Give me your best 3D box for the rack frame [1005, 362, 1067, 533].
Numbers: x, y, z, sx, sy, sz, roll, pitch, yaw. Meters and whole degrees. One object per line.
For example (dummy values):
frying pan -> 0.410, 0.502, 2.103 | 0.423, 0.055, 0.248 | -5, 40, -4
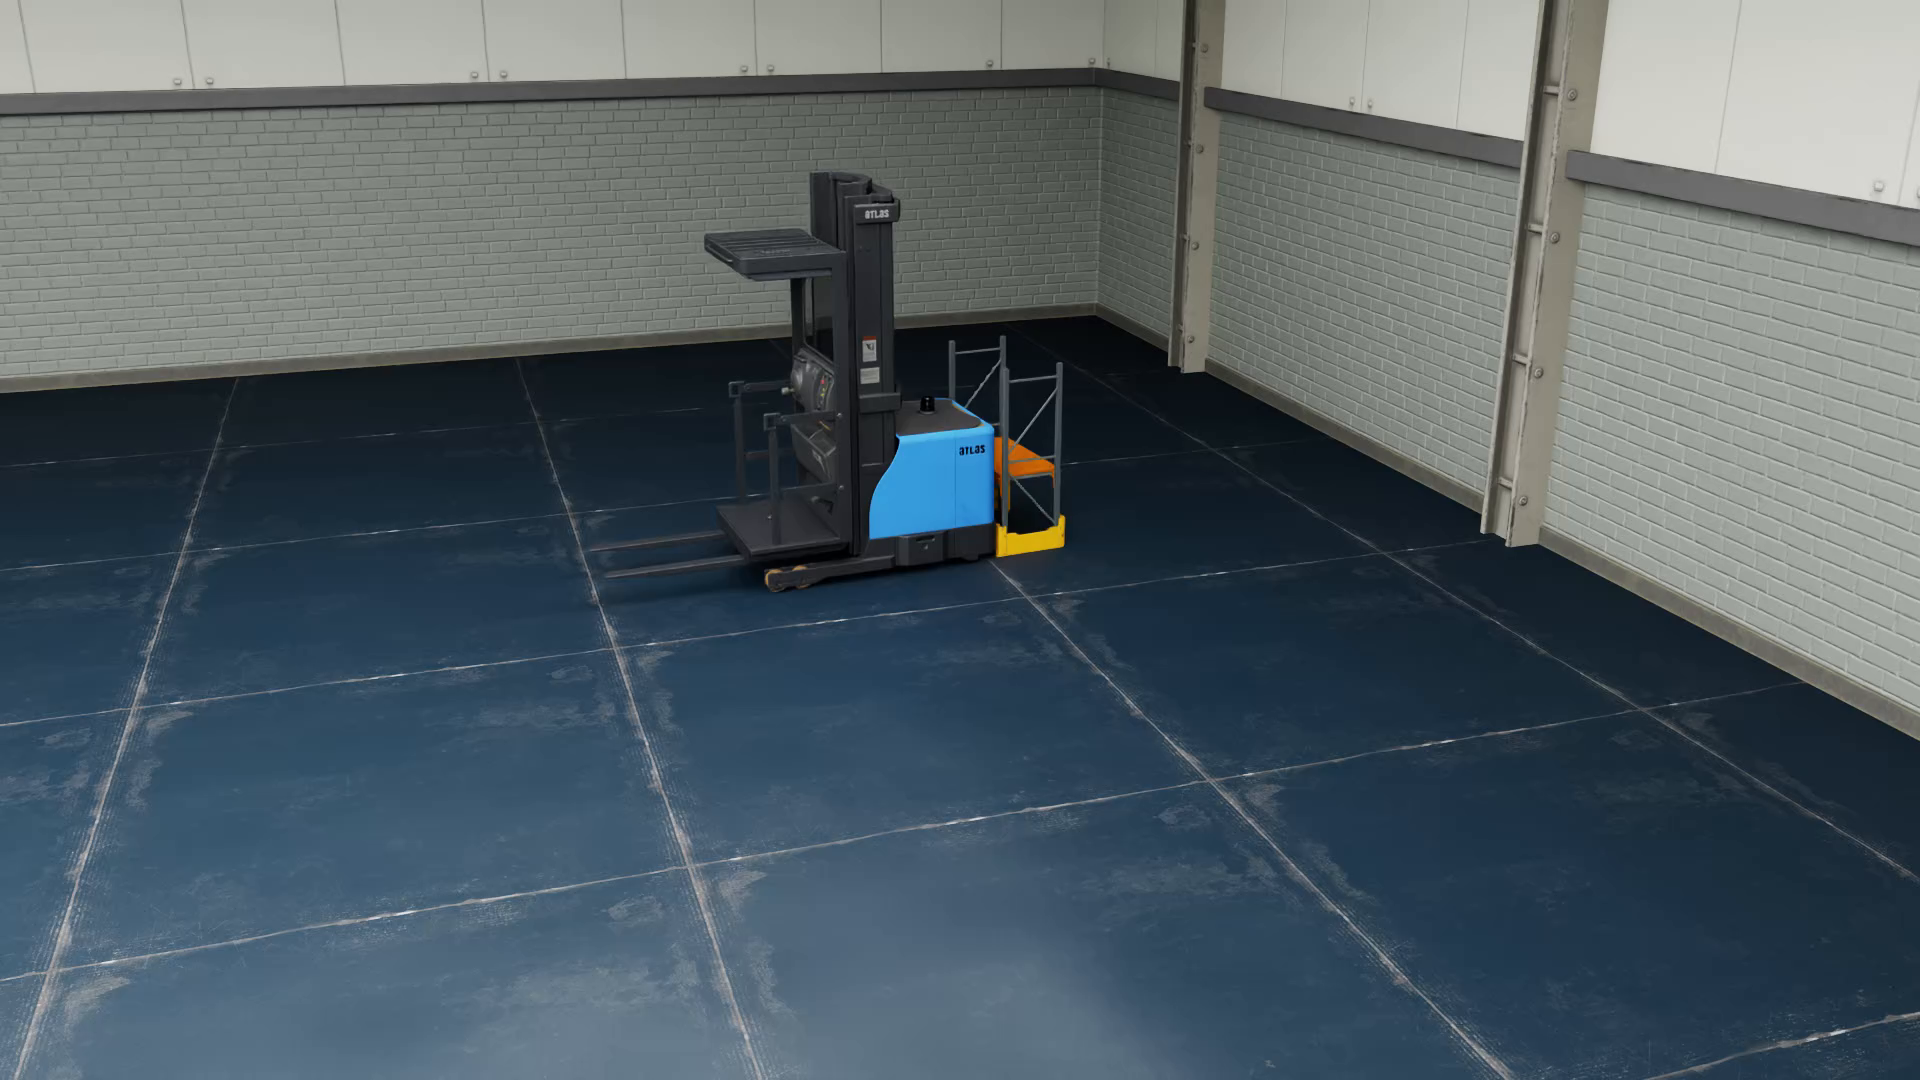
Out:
rack frame -> 0.588, -0.628, 12.946 | 0.500, 1.500, 0.032 | -9, 21, -23

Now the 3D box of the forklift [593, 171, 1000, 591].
forklift -> -1.257, -1.200, 12.422 | 3.031, 2.935, 1.130 | -8, 21, -21

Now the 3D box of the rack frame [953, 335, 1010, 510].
rack frame -> 0.174, -0.942, 13.820 | 0.500, 1.500, 0.032 | -9, 21, -23

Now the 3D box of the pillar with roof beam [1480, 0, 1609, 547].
pillar with roof beam -> 0.374, -3.800, 10.684 | 9.100, 9.000, 0.400 | -6, 21, -17

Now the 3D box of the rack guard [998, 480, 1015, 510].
rack guard -> 0.182, -0.348, 14.015 | 0.587, 0.250, 0.087 | -9, 21, -23

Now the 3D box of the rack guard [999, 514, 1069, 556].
rack guard -> 0.587, -0.040, 13.159 | 0.587, 0.250, 0.087 | -9, 21, -23

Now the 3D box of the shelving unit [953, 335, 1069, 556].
shelving unit -> 0.385, -0.782, 13.376 | 0.587, 1.500, 1.083 | -9, 21, -23

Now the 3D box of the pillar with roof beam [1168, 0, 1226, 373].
pillar with roof beam -> -1.512, -5.726, 16.045 | 9.100, 9.000, 0.400 | -6, 21, -17

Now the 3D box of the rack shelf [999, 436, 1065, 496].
rack shelf -> 0.381, -0.616, 13.444 | 0.538, 0.185, 1.000 | -9, 21, -23
